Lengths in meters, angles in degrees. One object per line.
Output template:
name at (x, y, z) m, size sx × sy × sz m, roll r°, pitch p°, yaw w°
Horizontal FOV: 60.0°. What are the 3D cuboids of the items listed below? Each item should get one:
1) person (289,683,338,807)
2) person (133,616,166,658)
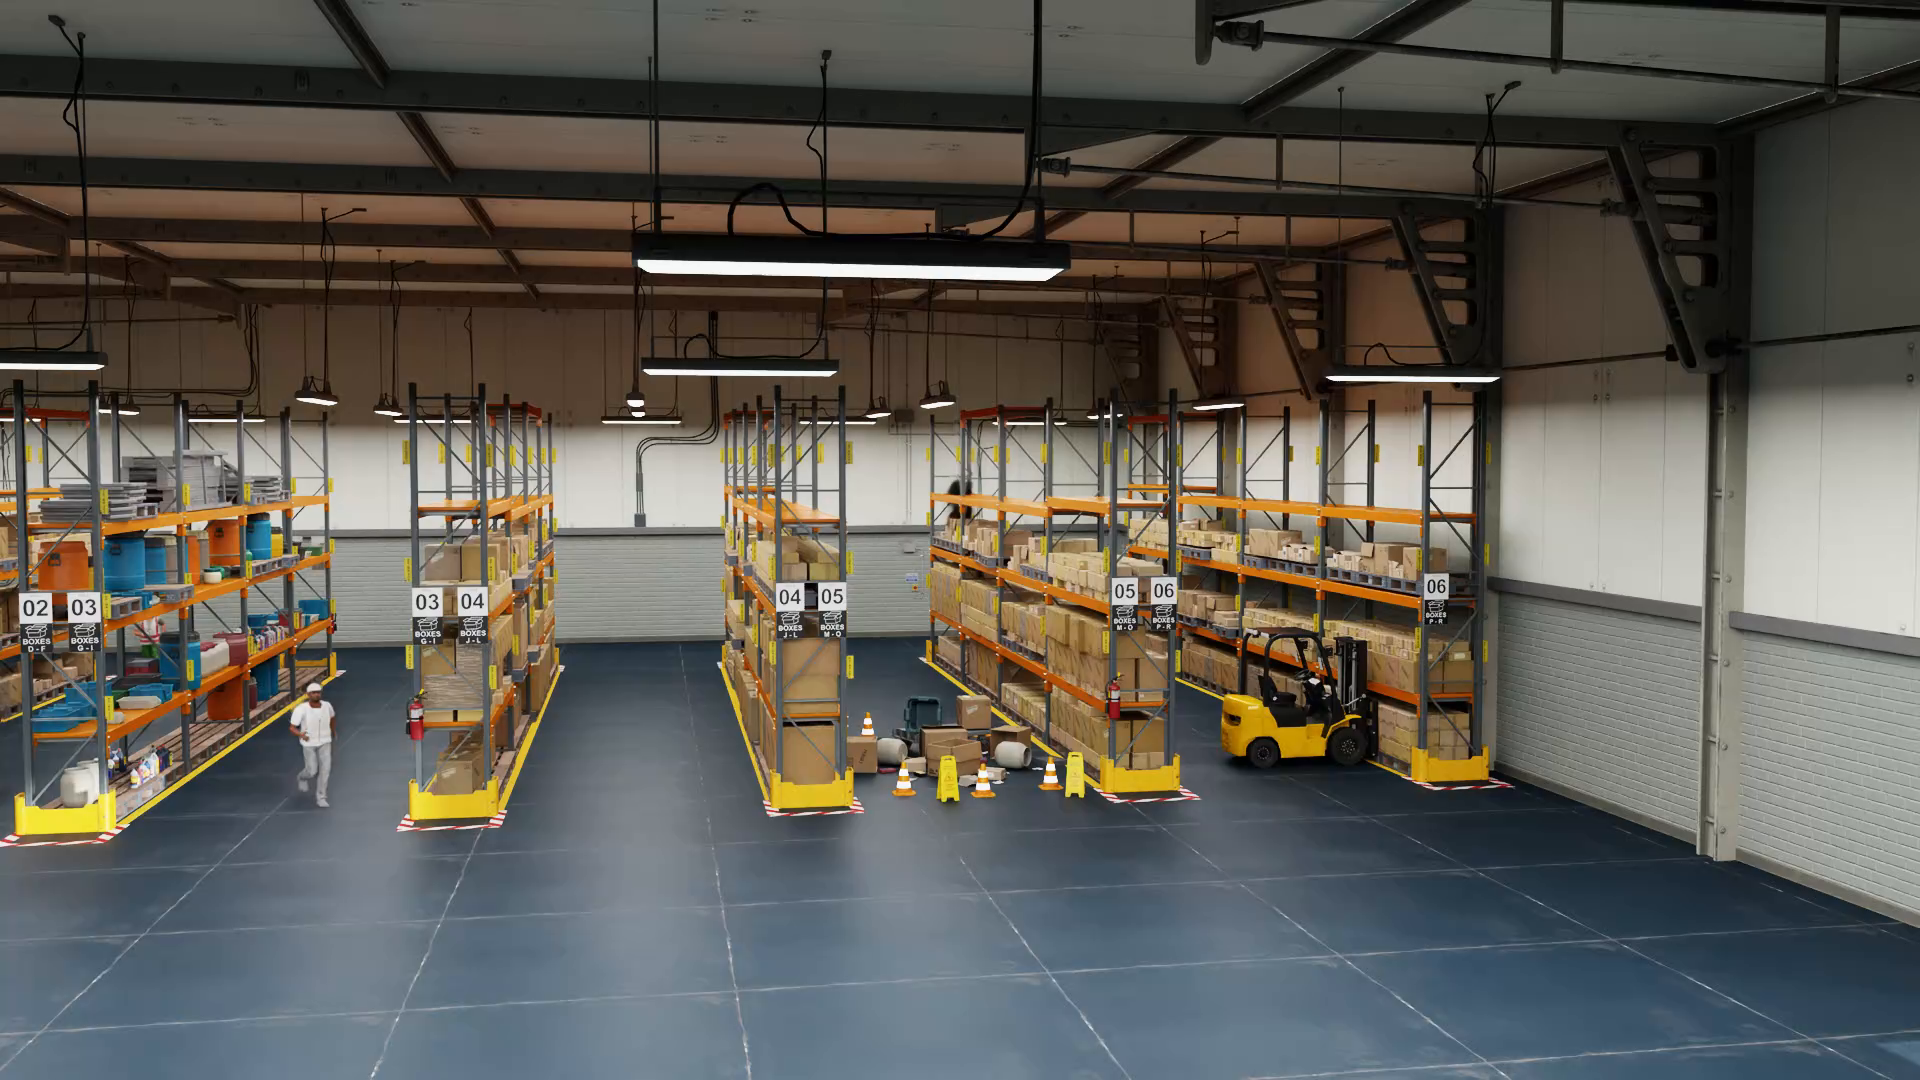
person at (-9.241, 2.920, 23.852) m, size 0.698 × 1.746 × 0.863 m, roll -3°, pitch 4°, yaw -41°
person at (-17.583, 2.294, 36.105) m, size 0.627 × 1.845 × 0.812 m, roll -1°, pitch 3°, yaw -20°
